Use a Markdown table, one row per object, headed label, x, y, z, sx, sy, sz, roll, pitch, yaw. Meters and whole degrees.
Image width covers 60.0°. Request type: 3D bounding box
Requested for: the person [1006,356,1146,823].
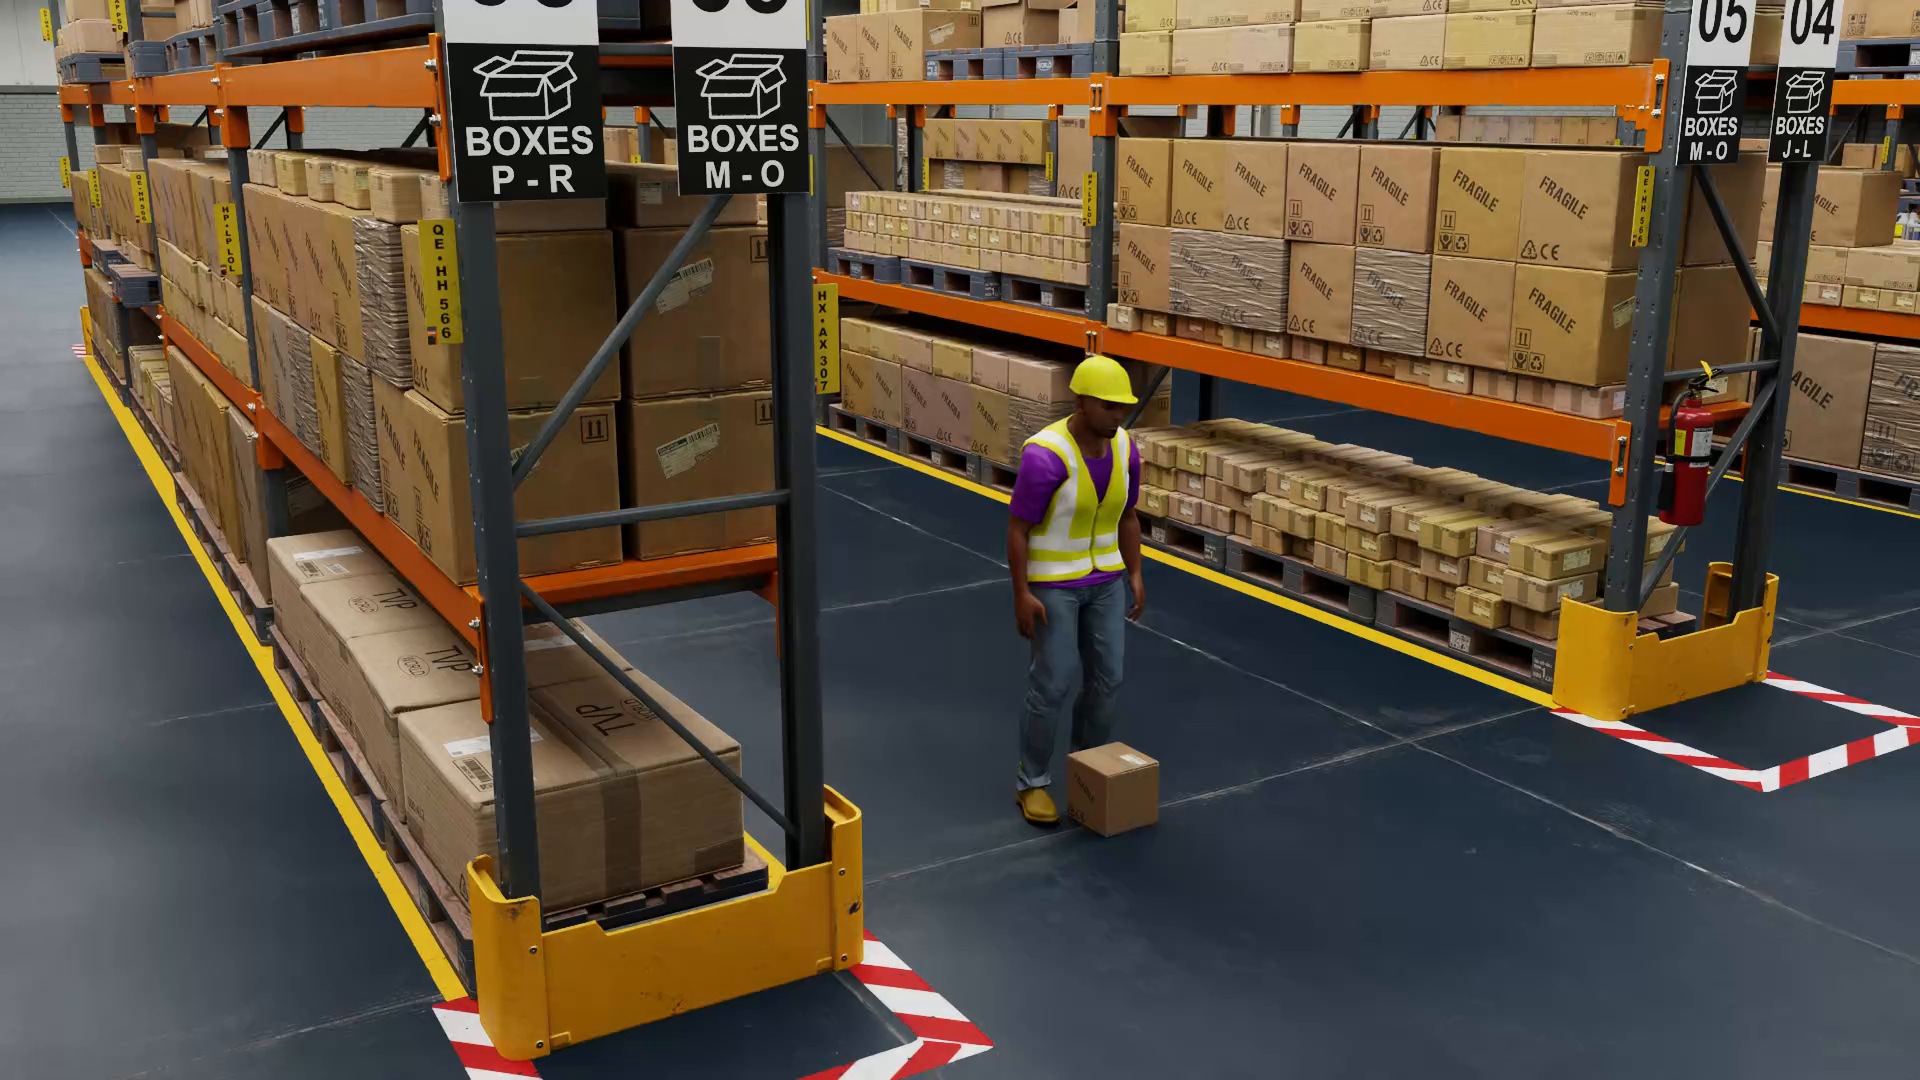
| label | x | y | z | sx | sy | sz | roll | pitch | yaw |
| --- | --- | --- | --- | --- | --- | --- | --- | --- | --- |
| person | 0.458 | 0.171 | 6.332 | 0.629 | 1.759 | 0.460 | -10 | 18 | -33 |
